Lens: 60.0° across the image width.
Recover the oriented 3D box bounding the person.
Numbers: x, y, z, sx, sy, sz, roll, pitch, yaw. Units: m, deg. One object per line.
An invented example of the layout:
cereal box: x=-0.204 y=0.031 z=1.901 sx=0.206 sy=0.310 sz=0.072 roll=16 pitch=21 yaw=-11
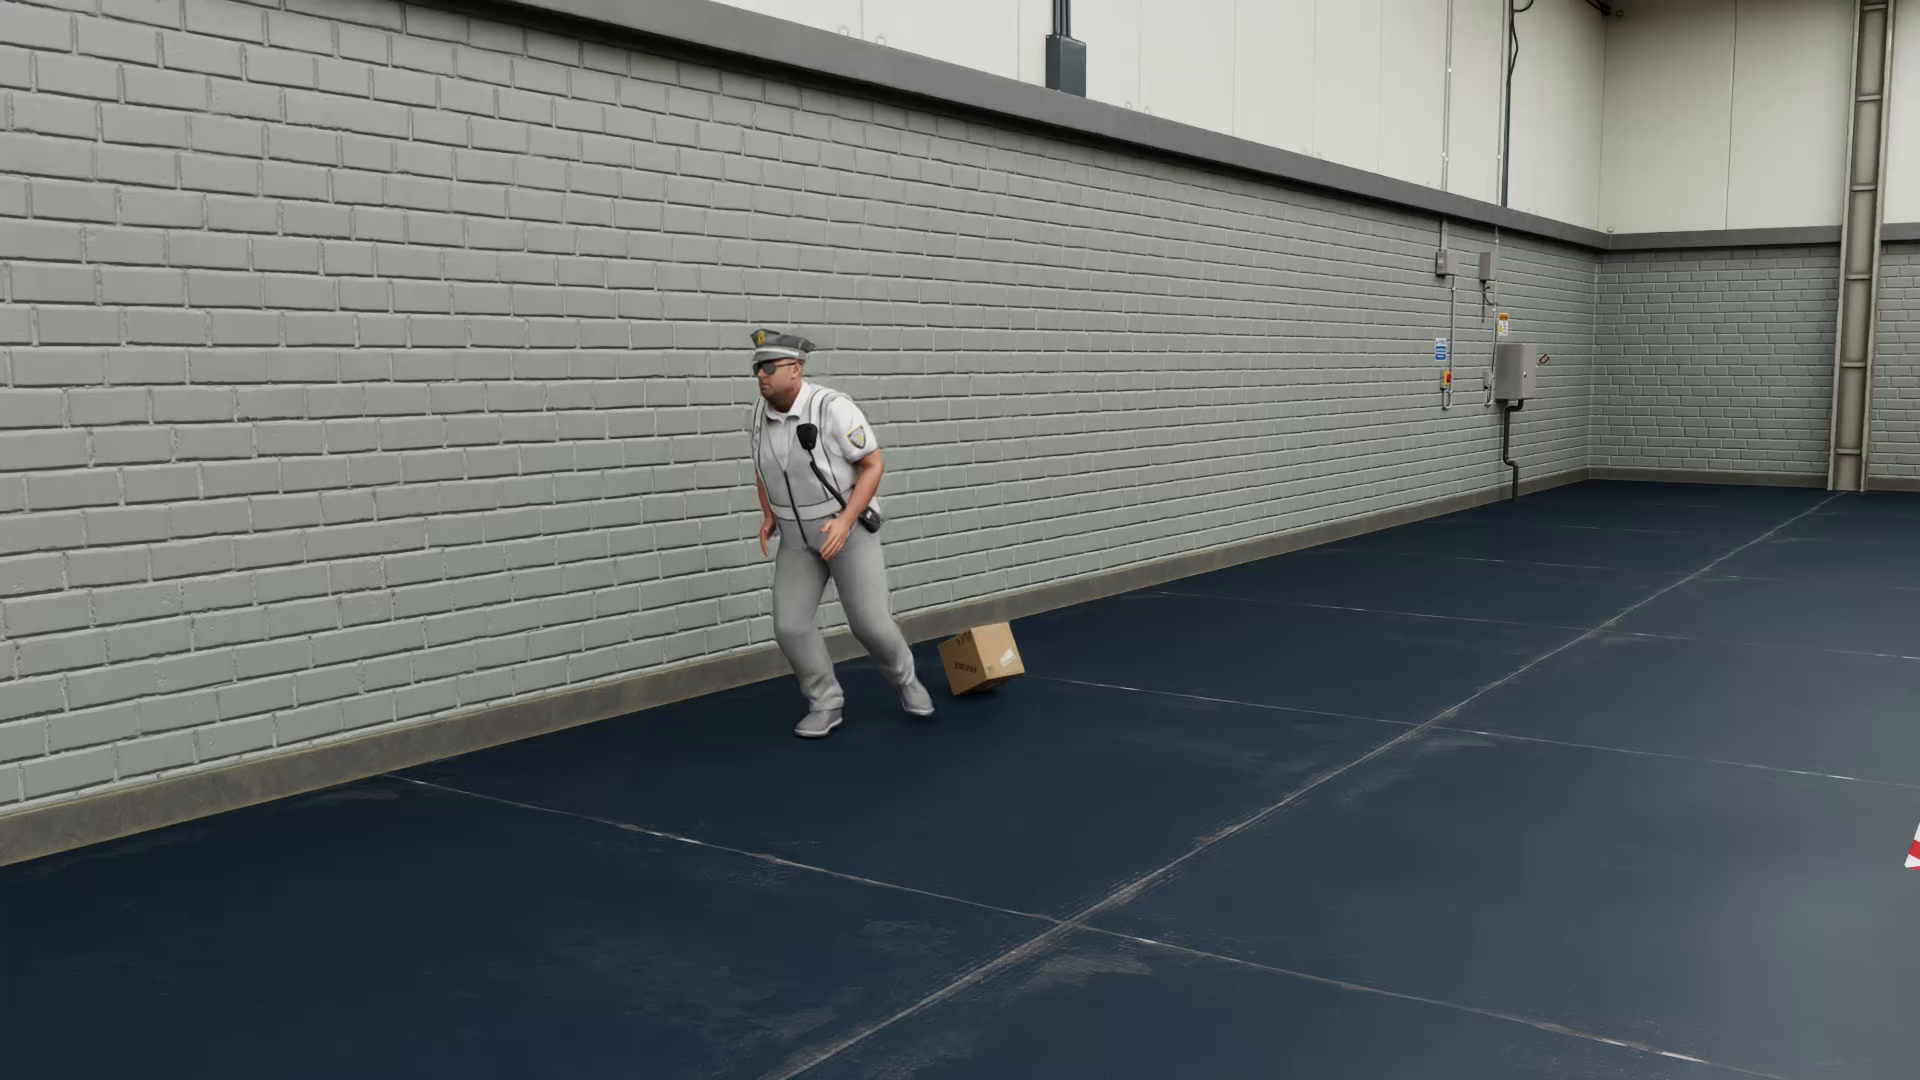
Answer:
person: x=-0.524 y=-0.033 z=6.901 sx=0.666 sy=1.667 sz=0.847 roll=3 pitch=7 yaw=26
